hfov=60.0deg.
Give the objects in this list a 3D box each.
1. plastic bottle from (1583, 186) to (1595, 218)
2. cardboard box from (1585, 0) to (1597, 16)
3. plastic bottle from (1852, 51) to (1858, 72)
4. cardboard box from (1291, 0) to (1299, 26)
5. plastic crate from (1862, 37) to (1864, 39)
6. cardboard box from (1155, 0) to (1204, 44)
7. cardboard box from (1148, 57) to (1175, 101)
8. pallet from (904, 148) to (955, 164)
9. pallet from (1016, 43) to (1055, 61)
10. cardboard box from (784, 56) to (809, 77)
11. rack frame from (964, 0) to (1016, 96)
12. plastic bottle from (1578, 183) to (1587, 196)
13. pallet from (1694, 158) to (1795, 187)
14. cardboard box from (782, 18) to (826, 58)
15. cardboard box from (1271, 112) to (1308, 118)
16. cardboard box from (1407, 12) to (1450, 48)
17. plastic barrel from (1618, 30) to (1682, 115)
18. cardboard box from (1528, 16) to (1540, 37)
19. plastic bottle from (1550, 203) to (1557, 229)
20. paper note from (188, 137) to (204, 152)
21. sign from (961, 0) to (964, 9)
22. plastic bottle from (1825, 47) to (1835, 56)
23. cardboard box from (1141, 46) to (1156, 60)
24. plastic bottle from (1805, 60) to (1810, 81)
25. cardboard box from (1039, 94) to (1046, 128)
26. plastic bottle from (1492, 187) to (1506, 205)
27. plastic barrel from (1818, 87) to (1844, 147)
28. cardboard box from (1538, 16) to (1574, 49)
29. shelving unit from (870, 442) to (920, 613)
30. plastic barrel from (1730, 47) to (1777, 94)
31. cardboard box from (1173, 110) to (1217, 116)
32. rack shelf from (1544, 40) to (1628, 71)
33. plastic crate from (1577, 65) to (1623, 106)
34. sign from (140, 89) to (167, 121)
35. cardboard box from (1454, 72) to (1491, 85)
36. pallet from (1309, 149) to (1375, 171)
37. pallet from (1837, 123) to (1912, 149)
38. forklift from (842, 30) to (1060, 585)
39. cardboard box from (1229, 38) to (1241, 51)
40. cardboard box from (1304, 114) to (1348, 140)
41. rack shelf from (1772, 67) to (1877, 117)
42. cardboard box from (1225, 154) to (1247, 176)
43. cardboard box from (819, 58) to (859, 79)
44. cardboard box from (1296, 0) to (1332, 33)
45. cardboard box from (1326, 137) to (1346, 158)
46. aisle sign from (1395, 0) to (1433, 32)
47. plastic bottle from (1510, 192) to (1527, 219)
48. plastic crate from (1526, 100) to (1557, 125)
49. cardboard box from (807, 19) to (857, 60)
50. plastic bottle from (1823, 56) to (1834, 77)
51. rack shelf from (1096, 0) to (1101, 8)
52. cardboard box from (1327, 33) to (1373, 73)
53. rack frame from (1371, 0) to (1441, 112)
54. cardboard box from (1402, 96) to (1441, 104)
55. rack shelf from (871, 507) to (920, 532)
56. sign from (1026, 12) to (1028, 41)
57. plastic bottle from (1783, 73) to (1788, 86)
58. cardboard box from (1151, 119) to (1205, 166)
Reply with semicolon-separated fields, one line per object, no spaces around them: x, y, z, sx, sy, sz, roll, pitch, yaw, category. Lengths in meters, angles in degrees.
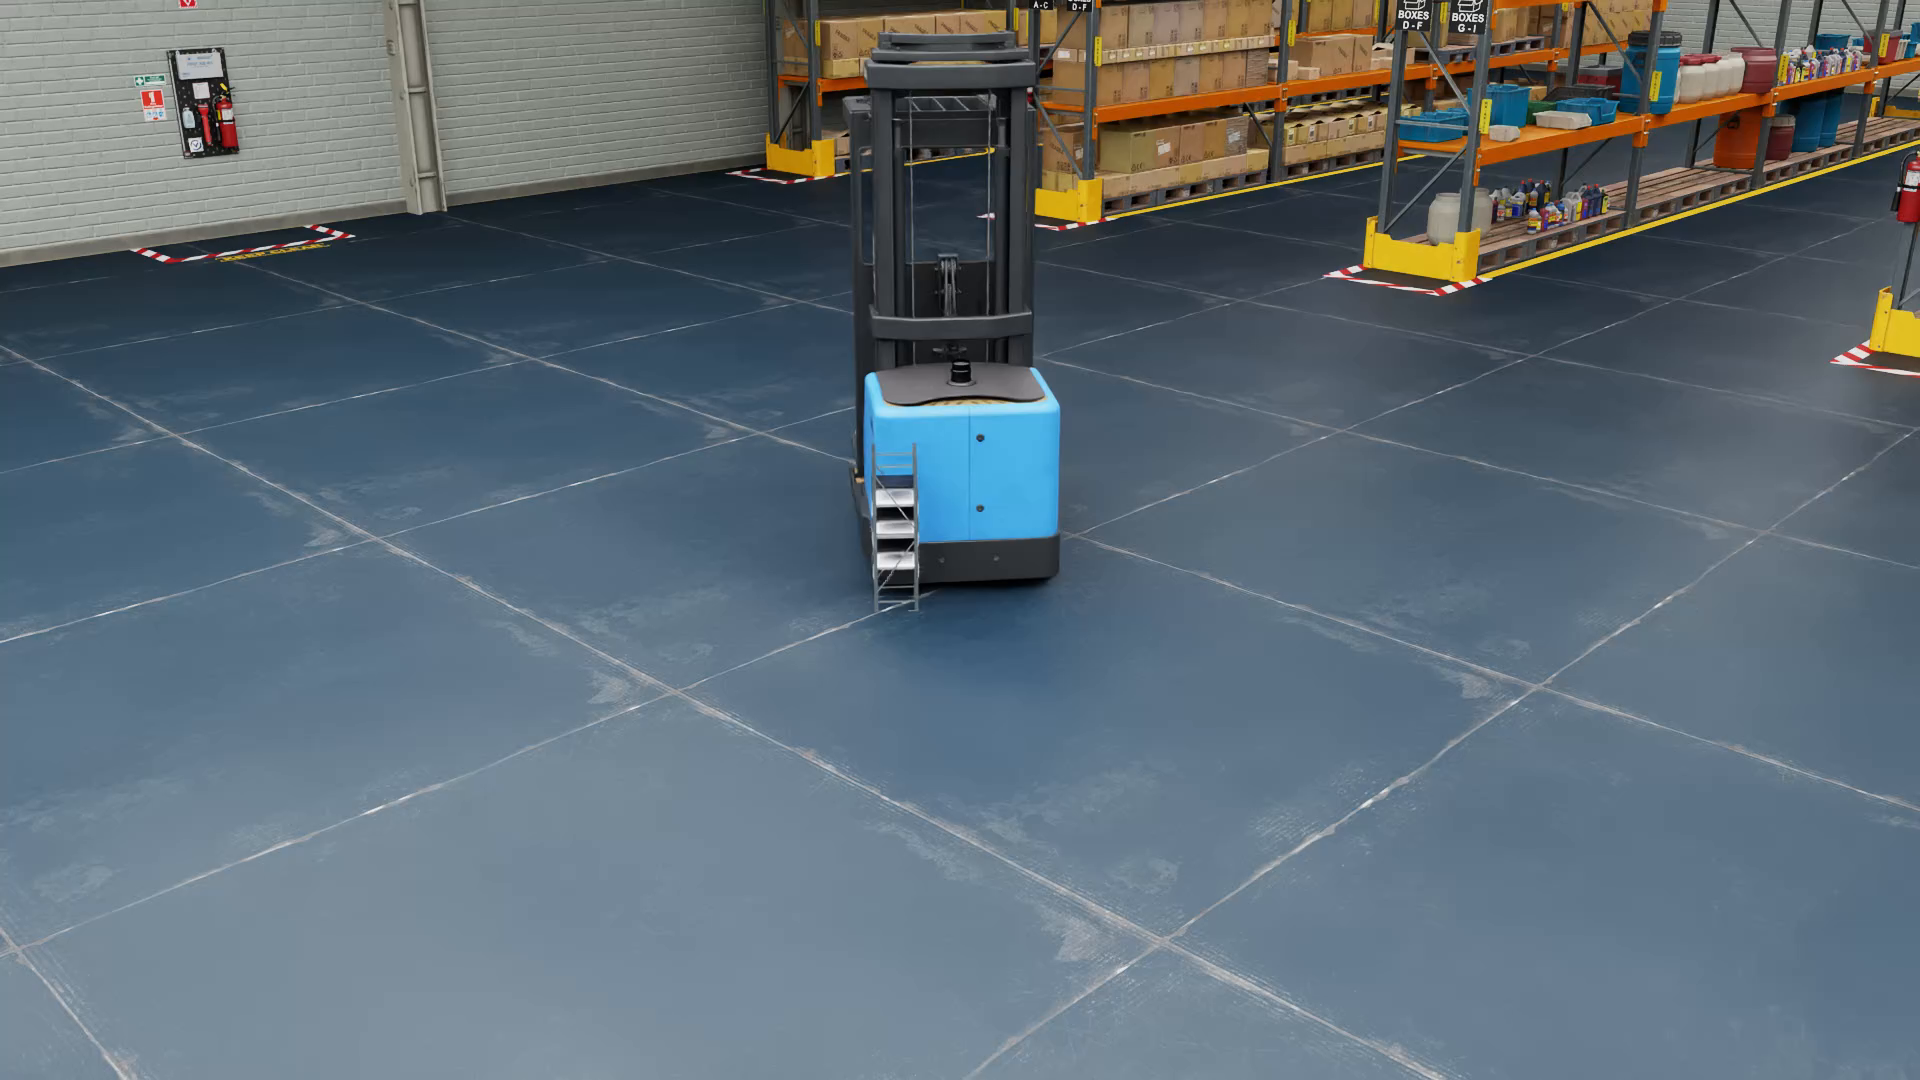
7.179;-3.877;19.061;0.144;0.351;0.185;18;27;38;plastic bottle
10.480;-9.190;28.269;0.500;0.500;0.500;18;28;39;cardboard box
12.965;-6.944;24.124;0.061;0.283;0.133;19;28;41;plastic bottle
5.897;-9.745;30.665;0.500;0.500;0.500;19;28;40;cardboard box
14.600;-7.911;26.625;0.416;0.233;0.300;19;28;41;plastic crate
2.654;-6.586;21.081;0.700;0.500;0.500;19;28;41;cardboard box
2.267;-5.834;20.933;0.700;0.500;0.500;19;28;41;cardboard box
-0.837;-5.877;25.071;1.003;0.211;1.213;19;28;41;pallet
1.095;-7.746;26.313;1.003;0.211;1.213;19;28;41;pallet
-2.146;-6.755;23.649;0.500;0.250;0.500;-20;28;-41;cardboard box
0.458;-7.675;25.862;1.000;3.000;0.127;19;28;41;rack frame
7.210;-3.963;19.283;0.144;0.351;0.185;19;28;41;plastic bottle
10.866;-5.135;23.141;1.003;0.211;1.213;19;28;41;pallet
-2.156;-7.111;23.530;0.500;0.500;0.500;19;28;40;cardboard box
4.795;-6.049;24.098;0.500;0.311;0.500;19;28;40;cardboard box
7.158;-7.897;25.716;0.700;0.500;0.500;9;23;23;cardboard box
8.042;-5.453;19.382;0.600;0.901;0.708;19;28;41;plastic barrel
9.755;-8.732;28.473;0.500;0.500;0.500;-20;28;-41;cardboard box
6.562;-3.601;18.452;0.097;0.271;0.097;0;21;0;plastic bottle
-8.574;-4.436;18.663;0.016;0.148;0.142;19;28;41;paper note
0.057;-8.354;26.014;0.100;0.325;0.005;19;28;41;sign
12.498;-6.899;23.913;0.144;0.351;0.185;19;28;41;plastic bottle
2.182;-6.001;20.463;0.380;0.149;0.250;19;28;40;cardboard box
11.625;-6.455;22.866;0.097;0.271;0.097;0;21;0;plastic bottle
0.959;-6.907;26.735;0.500;0.500;0.700;-19;28;-40;cardboard box
6.137;-3.855;19.003;0.185;0.351;0.144;-19;28;-40;plastic bottle
12.745;-6.333;24.710;0.600;0.901;0.708;19;28;41;plastic barrel
10.141;-8.602;28.135;0.500;0.500;0.500;-19;28;-41;cardboard box
-0.350;-0.064;8.988;0.258;0.900;0.210;-1;21;-3;shelving unit
10.240;-6.092;21.554;0.600;0.536;0.708;19;28;41;plastic barrel
3.118;-5.528;22.477;0.500;0.500;0.500;19;28;41;cardboard box
10.986;-8.671;29.456;1.077;0.370;4.000;19;28;41;rack shelf
7.674;-5.427;19.923;0.402;0.464;0.583;19;28;41;plastic crate
-8.861;-4.776;18.269;0.001;0.329;0.234;19;28;41;sign
8.381;-7.561;27.391;0.500;0.250;0.500;19;28;41;cardboard box
5.347;-5.649;24.477;1.003;0.211;1.213;19;28;41;pallet
14.473;-6.464;26.599;1.003;0.211;1.213;19;28;41;pallet
-0.130;-1.611;10.180;1.130;2.935;3.031;-3;21;-7;forklift
3.436;-6.463;21.666;0.380;0.149;0.250;19;28;41;cardboard box
5.189;-5.915;23.749;0.500;0.311;0.500;18;27;39;cardboard box
11.741;-6.402;23.553;1.077;0.370;4.000;19;28;41;rack shelf
3.487;-5.049;22.277;0.500;0.250;0.500;19;28;41;cardboard box
-1.765;-6.632;23.330;0.500;0.250;0.500;18;28;39;cardboard box
6.429;-10.007;31.511;0.700;0.700;0.980;-20;28;-41;cardboard box
5.185;-5.655;23.855;0.500;0.250;0.500;18;28;39;cardboard box
4.502;-5.437;16.415;0.394;0.787;0.004;19;28;41;aisle sign
6.391;-3.838;19.061;0.152;0.276;0.135;19;28;41;plastic bottle
6.407;-4.818;18.725;0.450;0.188;0.662;19;28;41;plastic crate
-1.784;-6.984;23.200;0.500;0.500;0.500;19;28;41;cardboard box
12.231;-6.694;23.483;0.152;0.276;0.135;19;28;41;plastic bottle
2.614;-6.987;20.892;1.077;0.370;4.000;19;28;41;rack shelf
5.641;-7.076;24.164;0.500;0.500;0.500;17;27;38;cardboard box
6.800;-7.465;25.314;1.000;3.000;0.127;19;28;41;rack frame
7.284;-6.802;26.462;0.500;0.500;0.500;-19;28;-40;cardboard box
-0.350;-0.117;8.967;0.258;0.077;0.200;-1;21;-3;rack shelf
0.840;-6.198;20.076;0.100;0.325;0.005;19;28;41;sign
11.048;-6.209;22.326;0.097;0.201;0.097;0;21;0;plastic bottle
2.801;-5.138;21.463;0.500;0.500;0.500;19;28;41;cardboard box
